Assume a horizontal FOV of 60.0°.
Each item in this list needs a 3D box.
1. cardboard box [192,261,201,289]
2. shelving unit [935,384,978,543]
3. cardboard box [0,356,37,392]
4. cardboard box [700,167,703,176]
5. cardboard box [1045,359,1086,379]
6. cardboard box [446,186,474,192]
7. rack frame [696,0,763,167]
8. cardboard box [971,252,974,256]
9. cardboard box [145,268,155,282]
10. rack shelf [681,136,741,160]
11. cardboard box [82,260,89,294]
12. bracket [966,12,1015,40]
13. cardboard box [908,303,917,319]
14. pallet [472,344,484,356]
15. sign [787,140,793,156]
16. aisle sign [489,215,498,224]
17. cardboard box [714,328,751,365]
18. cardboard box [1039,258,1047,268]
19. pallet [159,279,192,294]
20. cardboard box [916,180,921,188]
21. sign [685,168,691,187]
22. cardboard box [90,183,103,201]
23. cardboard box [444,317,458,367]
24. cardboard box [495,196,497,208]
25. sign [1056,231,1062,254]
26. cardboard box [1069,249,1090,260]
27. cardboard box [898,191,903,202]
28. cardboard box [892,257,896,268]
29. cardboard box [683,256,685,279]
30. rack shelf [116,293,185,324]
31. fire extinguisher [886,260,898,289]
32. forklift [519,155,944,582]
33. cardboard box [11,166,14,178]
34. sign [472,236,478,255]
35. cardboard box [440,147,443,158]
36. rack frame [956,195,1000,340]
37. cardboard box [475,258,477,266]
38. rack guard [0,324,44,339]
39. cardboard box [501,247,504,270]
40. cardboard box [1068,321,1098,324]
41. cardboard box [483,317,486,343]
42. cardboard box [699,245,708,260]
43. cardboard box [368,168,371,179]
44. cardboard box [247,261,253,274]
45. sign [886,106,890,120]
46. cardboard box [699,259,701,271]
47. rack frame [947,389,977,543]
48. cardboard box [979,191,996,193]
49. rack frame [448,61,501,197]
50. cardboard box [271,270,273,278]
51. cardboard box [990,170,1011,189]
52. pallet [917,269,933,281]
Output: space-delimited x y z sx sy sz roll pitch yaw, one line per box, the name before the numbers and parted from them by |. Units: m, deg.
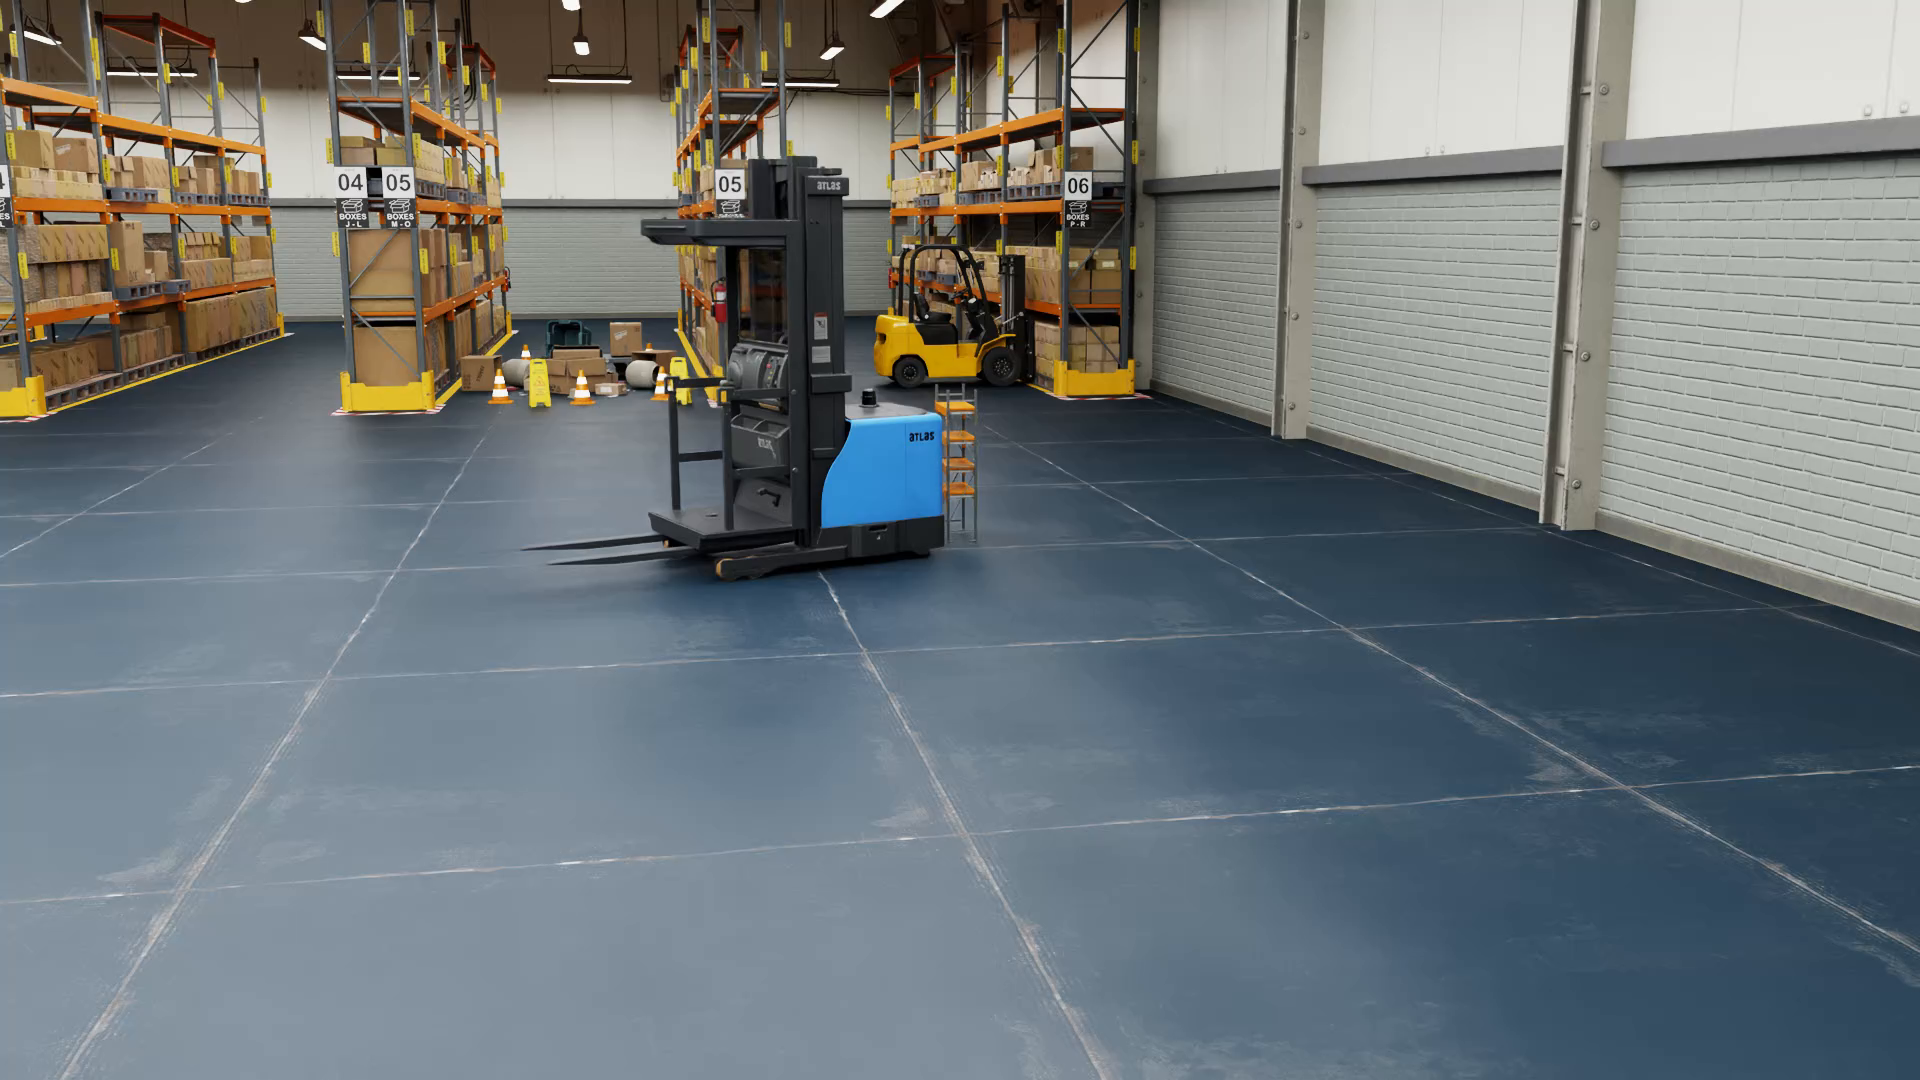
cardboard box | -14.102 -4.802 30.136 0.500 0.500 0.500 -2 11 -13
shelving unit | -0.032 -0.620 13.244 0.258 1.200 0.503 -2 11 -11
cardboard box | -12.721 -2.185 22.219 0.500 0.500 0.500 0 11 0
cardboard box | -3.932 -5.858 26.470 0.380 0.149 0.250 -2 11 -12
cardboard box | 1.571 -2.564 24.875 0.500 0.250 0.500 -2 11 -11
cardboard box | -9.137 -6.358 30.290 0.500 0.500 0.500 -2 11 -11
rack frame | -3.674 -7.133 26.606 1.000 3.000 0.127 -2 11 -11
cardboard box | 0.381 -5.257 30.791 0.380 0.149 0.250 -2 11 -10
cardboard box | -13.583 -4.404 27.546 0.396 0.266 0.258 -2 11 -13
rack shelf | -4.841 -7.684 32.493 1.077 0.370 4.000 -2 11 -11
cardboard box | -13.305 -3.843 24.303 0.875 0.500 0.500 -2 11 -11
bracket | 0.624 -10.146 32.807 0.076 0.066 4.783 -2 11 -11
cardboard box | -0.783 -5.082 37.438 0.700 0.500 0.500 -3 11 -13
pallet | -9.438 -3.495 30.992 1.003 0.211 1.213 -2 11 -11
sign | -2.363 -5.375 23.054 0.100 0.325 0.005 -2 11 -11
aisle sign | -10.563 -7.490 37.572 0.394 0.787 0.004 -2 11 -11
cardboard box | -3.307 -2.814 24.183 0.500 0.500 0.500 -2 11 -11
cardboard box | 1.426 -4.243 25.467 0.380 0.149 0.250 -2 11 -13
pallet | -13.929 -4.338 28.480 1.213 0.211 1.003 -2 11 -11
cardboard box | -0.733 -7.515 35.123 0.380 0.149 0.250 -2 11 -9
sign | -4.998 -6.667 30.587 0.100 0.325 0.005 -2 11 -11
cardboard box | -13.050 -5.151 24.618 0.500 0.250 0.500 -2 11 -9
cardboard box | -8.718 -3.199 26.876 1.050 0.750 0.750 -2 11 -11
cardboard box | -10.183 -7.233 35.554 0.500 0.250 0.500 -2 11 -8
sign | 1.438 -4.302 24.044 0.100 0.325 0.005 -2 11 -11
cardboard box | 1.696 -4.206 24.472 0.380 0.149 0.250 -2 11 -11
cardboard box | -1.115 -7.836 37.927 0.500 0.250 0.500 -2 11 -13
cardboard box | -1.315 -6.548 39.180 0.500 0.250 0.500 -2 11 -11
cardboard box | -5.676 -5.872 35.759 0.500 0.500 0.500 -2 11 -12
rack shelf | -13.783 -3.839 27.268 1.077 0.370 4.000 -2 11 -11
fire extinguisher | -1.621 -6.357 39.778 0.296 0.674 0.183 -2 11 -11
forklift | -1.645 -1.260 11.977 3.031 2.935 1.130 -6 13 -31
cardboard box | -12.443 -4.747 21.425 0.380 0.149 0.250 -2 11 -11
sign | -8.744 -5.311 29.979 0.100 0.325 0.005 -2 11 -11
cardboard box | -8.126 -5.929 25.452 0.380 0.149 0.250 -2 11 -11
rack frame | 0.417 -5.101 31.974 1.000 3.000 0.127 -2 11 -11
cardboard box | -9.493 -5.332 31.939 0.380 0.149 0.250 -2 11 -9
rack guard | -20.604 -4.622 36.145 1.175 0.500 0.348 -2 11 -11
cardboard box | -10.503 -6.311 37.266 0.500 0.500 0.500 -2 11 -10
cardboard box | 1.877 -3.259 25.853 0.500 0.250 0.500 -2 11 -11
cardboard box | -9.380 -4.025 31.881 0.500 0.500 0.500 -2 11 -12
cardboard box | -3.500 -4.407 24.594 0.700 0.500 0.500 -2 11 -12
cardboard box | -8.177 -4.954 22.463 0.380 0.149 0.250 -2 11 -11
cardboard box | -14.983 -5.647 34.450 0.500 0.250 0.500 -2 11 -10
sign | -1.672 -9.993 38.923 0.100 0.325 0.005 -2 11 -11
cardboard box | -4.283 -4.946 28.973 0.500 0.500 0.500 -3 11 -13
rack frame | 0.015 -0.575 13.009 0.240 1.200 0.015 -2 11 -11
cardboard box | 0.580 -6.772 32.068 0.380 0.149 0.250 -2 11 -10
rack frame | -10.843 -9.135 37.126 1.000 3.000 0.127 -2 11 -11
cardboard box | -15.336 -5.850 36.580 0.380 0.149 0.250 -2 11 -10
cardboard box | 0.815 -6.176 28.449 0.500 0.311 0.500 -2 11 -13
pallet | -0.313 -5.590 35.055 1.003 0.211 1.213 -2 11 -11
